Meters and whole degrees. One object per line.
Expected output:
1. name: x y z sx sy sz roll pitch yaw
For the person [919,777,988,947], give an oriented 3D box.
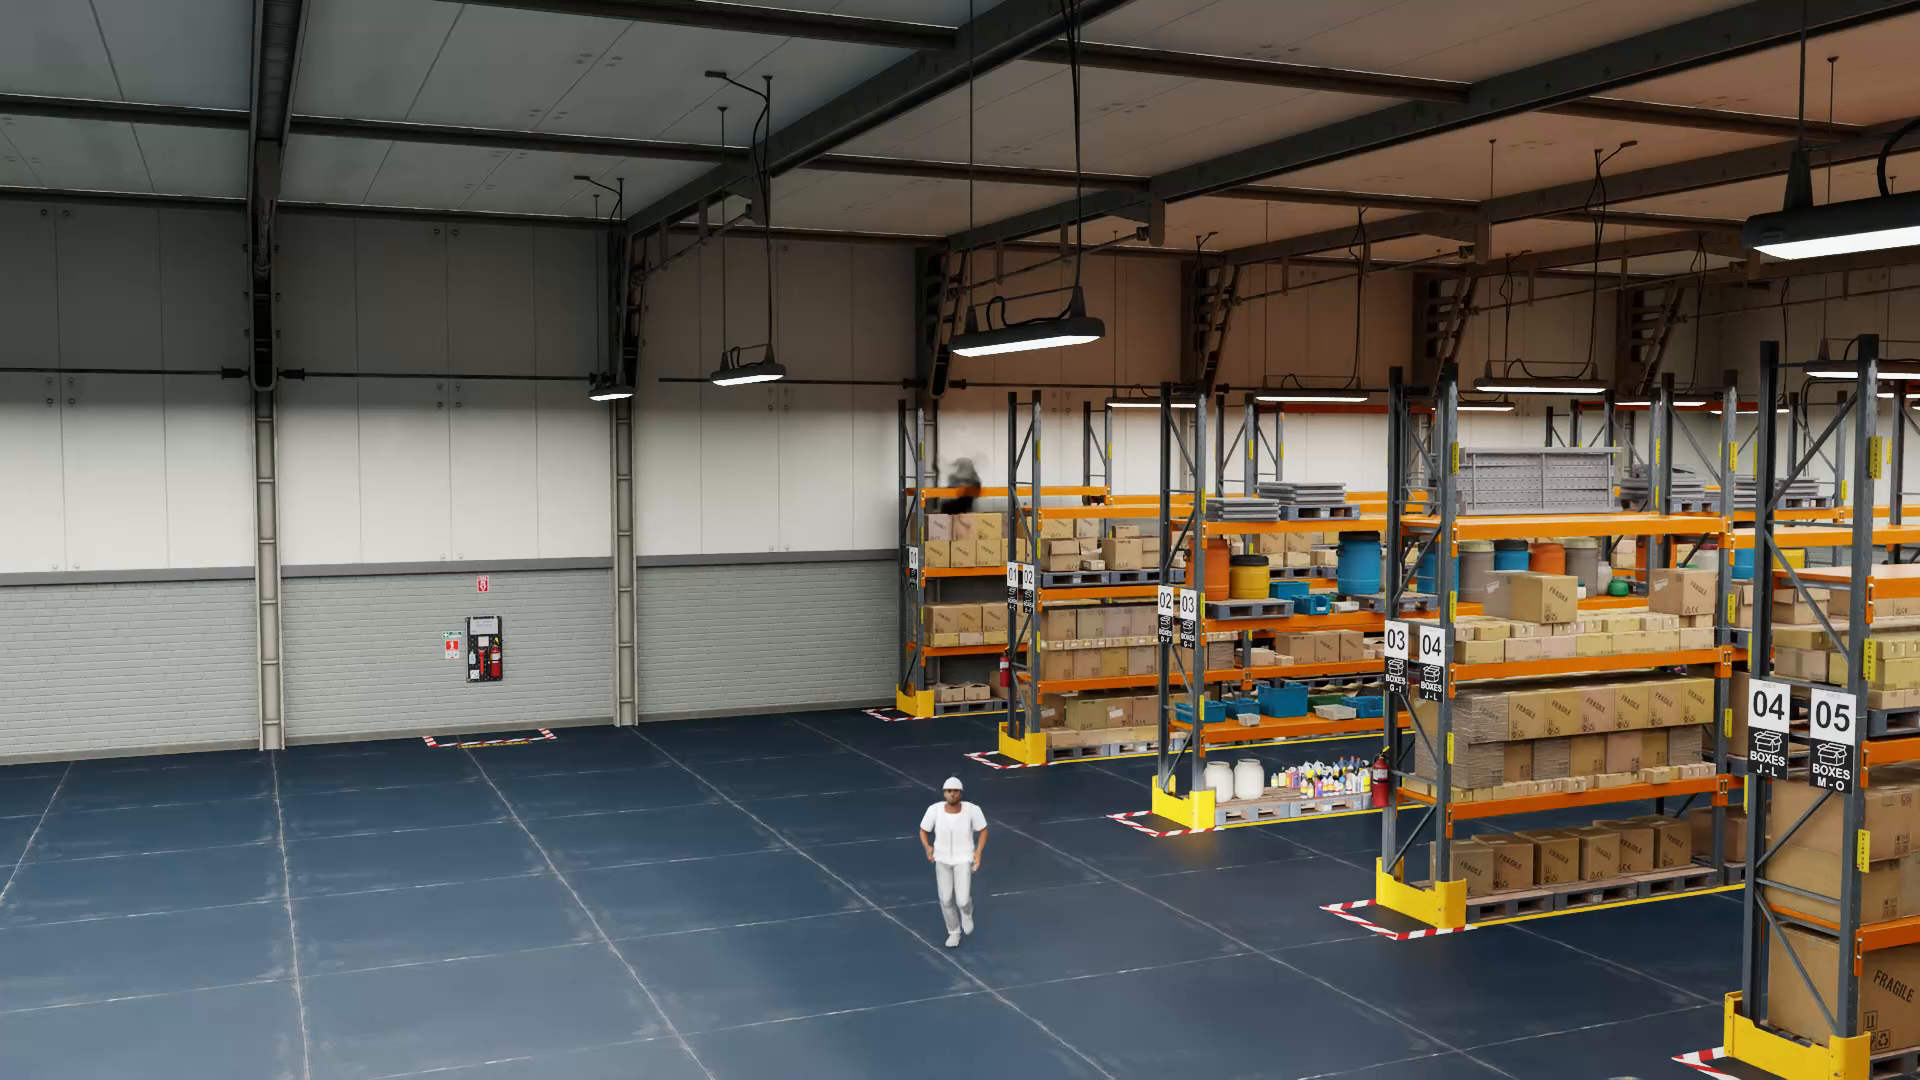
1. person: -0.084 3.294 17.123 0.697 1.728 0.575 0 3 7
